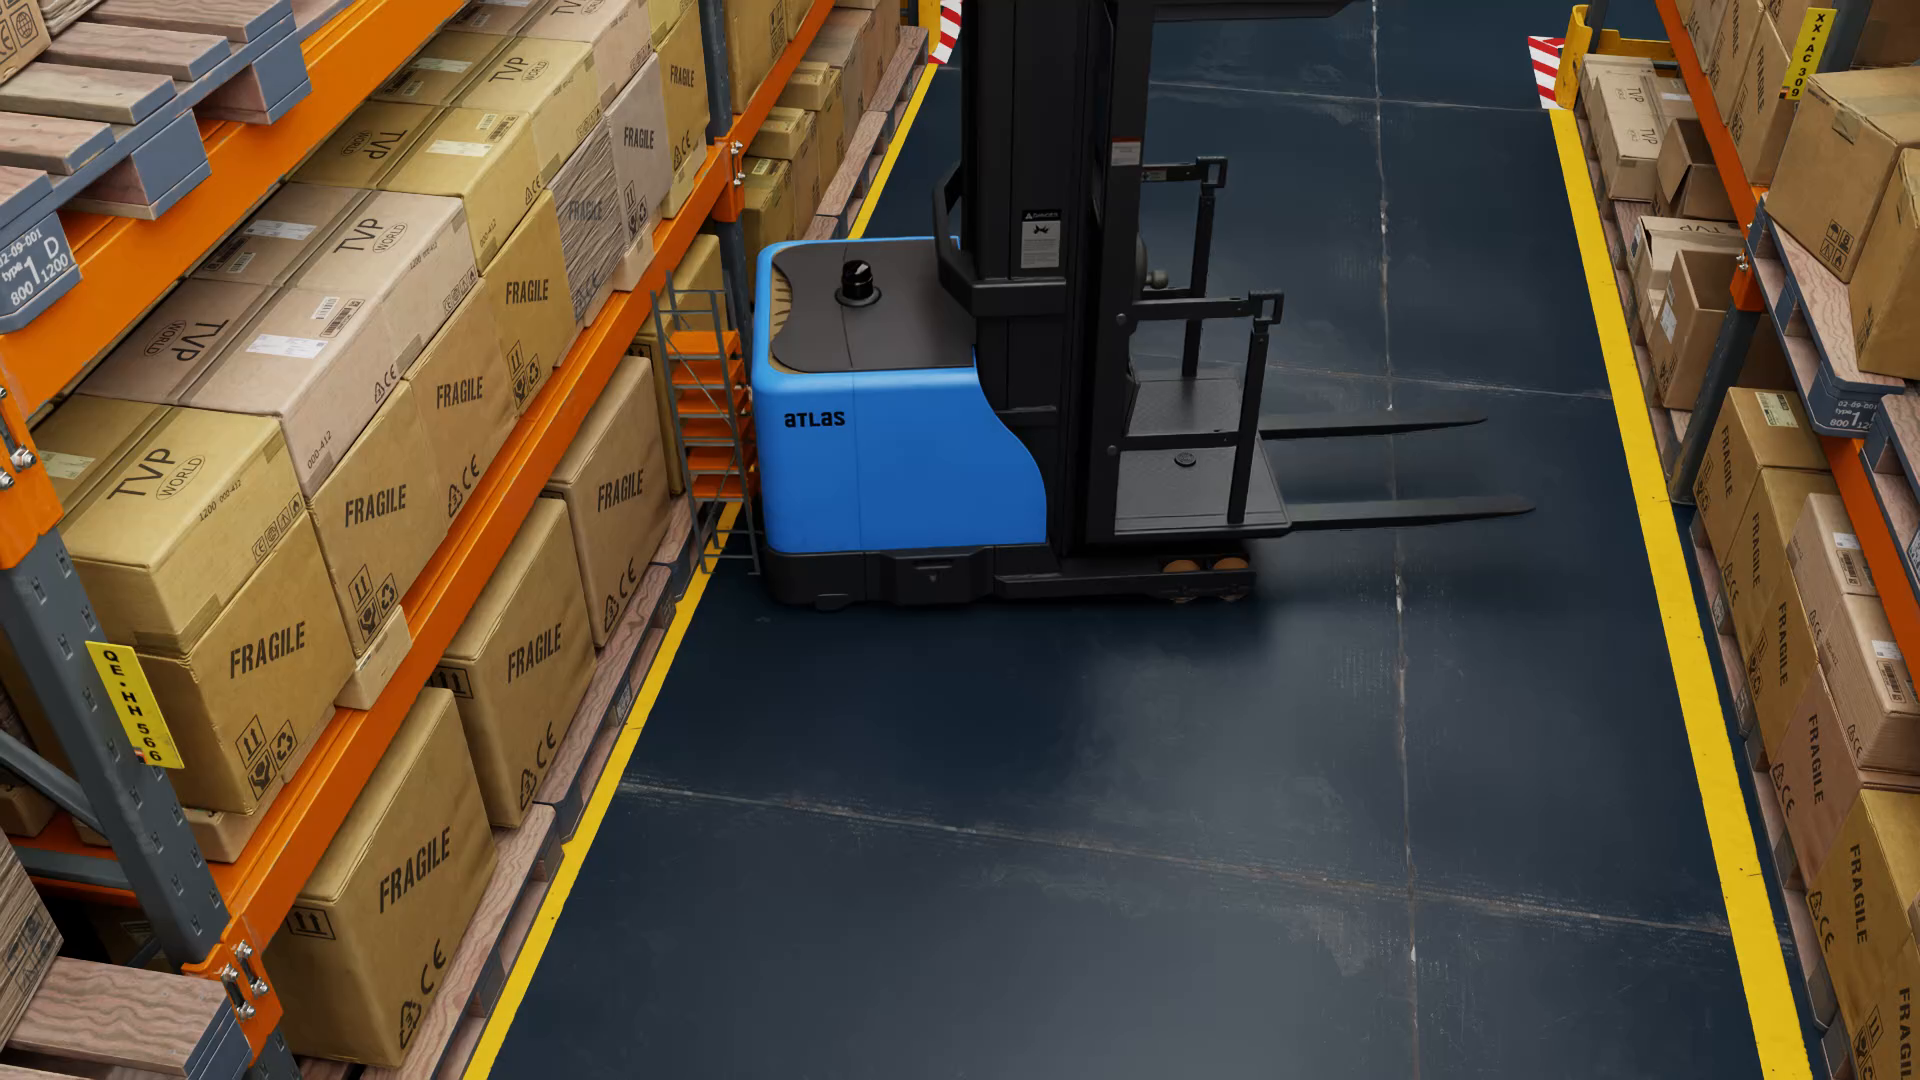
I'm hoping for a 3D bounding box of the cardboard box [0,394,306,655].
[{"bbox_3d":[-1.770,-0.045,3.534,0.500,0.250,0.500,7,40,9],"label":"cardboard box"}]

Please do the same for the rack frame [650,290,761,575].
[{"bbox_3d":[-0.941,-0.376,6.215,0.240,1.200,0.006,1,32,9],"label":"rack frame"}]

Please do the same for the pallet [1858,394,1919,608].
[{"bbox_3d":[3.104,0.076,4.454,1.003,0.211,1.213,6,40,8],"label":"pallet"}]

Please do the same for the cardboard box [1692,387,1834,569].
[{"bbox_3d":[3.141,-0.216,6.274,0.500,0.500,0.500,5,40,6],"label":"cardboard box"}]

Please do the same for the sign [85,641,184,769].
[{"bbox_3d":[-1.571,0.318,3.165,0.100,0.325,0.005,6,40,8],"label":"sign"}]

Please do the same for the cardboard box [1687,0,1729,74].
[{"bbox_3d":[3.473,-2.314,7.116,0.500,0.500,0.500,7,40,9],"label":"cardboard box"}]

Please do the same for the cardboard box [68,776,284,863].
[{"bbox_3d":[-1.822,0.588,3.867,0.380,0.149,0.250,6,40,7],"label":"cardboard box"}]

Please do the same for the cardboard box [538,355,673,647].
[{"bbox_3d":[-1.550,-0.184,5.976,0.750,0.750,0.750,8,40,9],"label":"cardboard box"}]

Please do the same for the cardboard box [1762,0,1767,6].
[{"bbox_3d":[3.383,-2.379,6.410,0.500,0.500,0.500,6,40,7],"label":"cardboard box"}]

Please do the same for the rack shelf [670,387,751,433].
[{"bbox_3d":[-0.934,-0.489,6.252,0.258,0.103,0.180,1,32,9],"label":"rack shelf"}]

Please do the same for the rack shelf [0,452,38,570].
[{"bbox_3d":[-2.453,1.056,1.329,1.077,0.370,4.000,6,40,8],"label":"rack shelf"}]

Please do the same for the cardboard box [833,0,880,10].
[{"bbox_3d":[-0.632,-3.078,9.242,0.380,0.149,0.250,7,40,9],"label":"cardboard box"}]

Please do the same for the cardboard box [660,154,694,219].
[{"bbox_3d":[-1.215,-1.337,6.195,0.380,0.149,0.250,7,40,8],"label":"cardboard box"}]

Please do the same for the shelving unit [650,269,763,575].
[{"bbox_3d":[-0.928,-0.424,6.291,0.258,1.200,0.189,1,32,9],"label":"shelving unit"}]

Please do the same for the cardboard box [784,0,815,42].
[{"bbox_3d":[-1.173,-2.743,7.478,0.980,0.700,0.700,5,40,7],"label":"cardboard box"}]

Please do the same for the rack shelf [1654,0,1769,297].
[{"bbox_3d":[3.811,-2.265,7.700,1.077,0.370,4.000,6,40,8],"label":"rack shelf"}]

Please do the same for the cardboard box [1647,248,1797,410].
[{"bbox_3d":[3.284,-0.882,7.079,0.500,0.500,0.500,6,40,8],"label":"cardboard box"}]

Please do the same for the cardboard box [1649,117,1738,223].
[{"bbox_3d":[3.785,-1.674,8.035,0.797,0.503,0.637,6,40,8],"label":"cardboard box"}]

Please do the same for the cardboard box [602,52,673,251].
[{"bbox_3d":[-1.325,-1.353,5.705,0.500,0.500,0.500,7,40,8],"label":"cardboard box"}]

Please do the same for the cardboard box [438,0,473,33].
[{"bbox_3d":[-1.835,-1.692,5.526,0.500,0.250,0.500,7,40,8],"label":"cardboard box"}]

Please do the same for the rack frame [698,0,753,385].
[{"bbox_3d":[-1.415,-1.831,6.610,1.000,3.000,0.127,6,40,8],"label":"rack frame"}]

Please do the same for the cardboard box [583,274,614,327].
[{"bbox_3d":[-1.400,-0.861,5.619,0.380,0.149,0.250,6,40,8],"label":"cardboard box"}]

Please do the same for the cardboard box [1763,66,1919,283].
[{"bbox_3d":[3.162,-1.215,5.457,0.700,0.500,0.500,-6,40,-7],"label":"cardboard box"}]

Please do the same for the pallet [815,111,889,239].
[{"bbox_3d":[-0.997,-1.993,8.994,1.003,0.211,1.213,6,40,8],"label":"pallet"}]

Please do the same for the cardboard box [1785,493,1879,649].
[{"bbox_3d":[2.968,0.122,5.276,0.500,0.250,0.500,6,40,8],"label":"cardboard box"}]

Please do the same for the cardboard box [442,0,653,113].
[{"bbox_3d":[-1.342,-1.640,5.463,0.500,0.250,0.500,7,40,9],"label":"cardboard box"}]

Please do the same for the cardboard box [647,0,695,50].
[{"bbox_3d":[-1.244,-1.959,5.850,0.500,0.250,0.500,7,40,9],"label":"cardboard box"}]

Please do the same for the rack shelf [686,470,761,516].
[{"bbox_3d":[-0.907,-0.183,6.440,0.258,0.103,0.180,1,32,9],"label":"rack shelf"}]

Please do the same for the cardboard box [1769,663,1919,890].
[{"bbox_3d":[2.878,0.750,5.106,0.500,0.500,0.500,5,40,6],"label":"cardboard box"}]

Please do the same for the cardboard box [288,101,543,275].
[{"bbox_3d":[-1.518,-1.000,4.689,0.500,0.250,0.500,6,40,7],"label":"cardboard box"}]

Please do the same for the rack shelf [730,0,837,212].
[{"bbox_3d":[-1.069,-2.809,8.358,1.077,0.370,4.000,6,40,8],"label":"rack shelf"}]

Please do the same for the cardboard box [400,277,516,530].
[{"bbox_3d":[-1.584,-0.397,4.548,0.500,0.500,0.500,6,40,7],"label":"cardboard box"}]

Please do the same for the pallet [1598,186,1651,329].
[{"bbox_3d":[3.793,-1.411,8.291,1.003,0.211,1.213,6,40,8],"label":"pallet"}]

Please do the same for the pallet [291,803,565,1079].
[{"bbox_3d":[-1.896,1.268,5.051,1.003,0.211,1.213,6,40,8],"label":"pallet"}]

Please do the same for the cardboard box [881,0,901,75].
[{"bbox_3d":[-0.745,-3.089,9.765,0.700,0.500,0.500,6,40,8],"label":"cardboard box"}]

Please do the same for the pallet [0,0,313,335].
[{"bbox_3d":[-2.048,-0.814,3.174,1.213,0.211,1.003,8,40,10],"label":"pallet"}]

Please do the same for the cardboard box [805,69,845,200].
[{"bbox_3d":[-1.003,-2.124,8.597,0.700,0.500,0.500,7,40,9],"label":"cardboard box"}]

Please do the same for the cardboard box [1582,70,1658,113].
[{"bbox_3d":[3.703,-2.493,9.290,0.380,0.166,0.250,6,40,8],"label":"cardboard box"}]

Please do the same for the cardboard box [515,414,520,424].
[{"bbox_3d":[-1.567,-0.376,5.033,0.380,0.149,0.250,7,40,8],"label":"cardboard box"}]

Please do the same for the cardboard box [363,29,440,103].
[{"bbox_3d":[-1.917,-1.376,5.145,0.500,0.250,0.500,5,40,6],"label":"cardboard box"}]

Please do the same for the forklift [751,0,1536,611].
[{"bbox_3d":[0.738,-1.226,5.932,3.031,2.935,1.130,-3,40,-3],"label":"forklift"}]

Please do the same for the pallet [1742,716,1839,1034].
[{"bbox_3d":[3.152,1.070,5.290,1.003,0.211,1.213,6,40,8],"label":"pallet"}]
